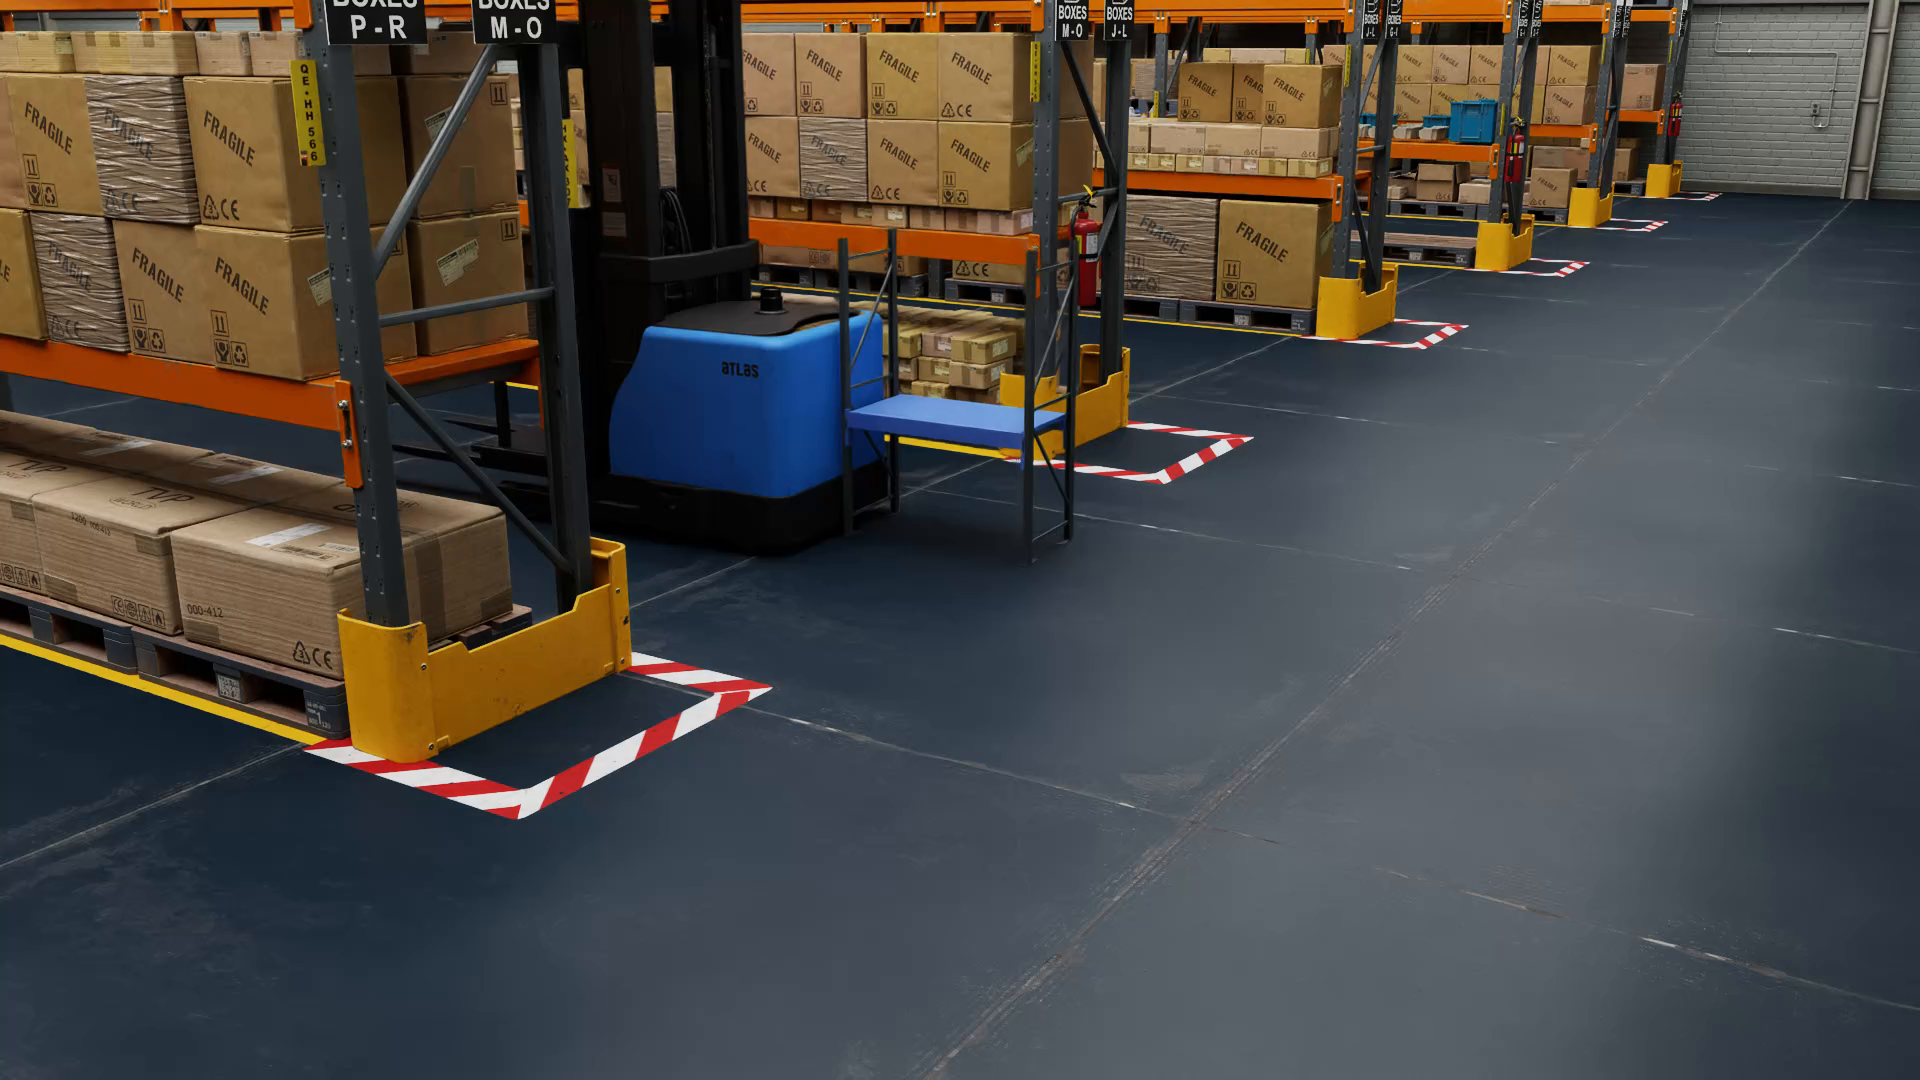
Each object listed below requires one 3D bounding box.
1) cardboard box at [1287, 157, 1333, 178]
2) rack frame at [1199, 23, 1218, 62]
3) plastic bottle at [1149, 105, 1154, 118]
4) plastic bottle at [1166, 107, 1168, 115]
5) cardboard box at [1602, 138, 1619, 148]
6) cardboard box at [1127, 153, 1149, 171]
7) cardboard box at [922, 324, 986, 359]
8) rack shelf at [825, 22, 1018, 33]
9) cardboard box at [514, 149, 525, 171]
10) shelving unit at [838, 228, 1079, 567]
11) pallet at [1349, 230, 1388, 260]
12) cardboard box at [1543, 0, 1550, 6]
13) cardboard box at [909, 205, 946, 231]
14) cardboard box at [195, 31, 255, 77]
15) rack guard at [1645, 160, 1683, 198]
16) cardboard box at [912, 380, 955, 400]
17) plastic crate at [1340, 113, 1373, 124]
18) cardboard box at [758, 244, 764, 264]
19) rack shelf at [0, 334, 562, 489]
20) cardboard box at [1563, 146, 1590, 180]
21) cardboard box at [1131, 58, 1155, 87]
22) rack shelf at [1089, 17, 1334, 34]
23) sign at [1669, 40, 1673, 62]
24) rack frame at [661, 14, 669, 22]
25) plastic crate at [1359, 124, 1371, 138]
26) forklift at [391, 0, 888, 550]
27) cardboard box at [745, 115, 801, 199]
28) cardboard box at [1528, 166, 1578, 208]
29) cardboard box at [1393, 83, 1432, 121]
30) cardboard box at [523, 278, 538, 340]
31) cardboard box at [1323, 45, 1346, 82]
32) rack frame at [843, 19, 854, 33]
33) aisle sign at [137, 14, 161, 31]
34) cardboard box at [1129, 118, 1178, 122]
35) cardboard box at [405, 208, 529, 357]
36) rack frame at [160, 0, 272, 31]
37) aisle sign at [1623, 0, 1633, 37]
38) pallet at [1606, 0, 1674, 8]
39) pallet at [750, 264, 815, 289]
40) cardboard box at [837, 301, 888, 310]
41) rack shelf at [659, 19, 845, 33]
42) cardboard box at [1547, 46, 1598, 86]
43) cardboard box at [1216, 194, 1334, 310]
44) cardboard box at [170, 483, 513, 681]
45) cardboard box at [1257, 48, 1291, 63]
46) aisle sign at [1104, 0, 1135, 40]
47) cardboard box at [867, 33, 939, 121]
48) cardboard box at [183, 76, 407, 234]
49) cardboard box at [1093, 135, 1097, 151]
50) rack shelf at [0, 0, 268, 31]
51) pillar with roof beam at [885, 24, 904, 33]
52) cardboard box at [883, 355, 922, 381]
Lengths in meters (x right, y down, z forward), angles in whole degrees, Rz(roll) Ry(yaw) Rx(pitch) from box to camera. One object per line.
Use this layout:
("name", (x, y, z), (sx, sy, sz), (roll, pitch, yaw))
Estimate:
("cardboard box", (2.938, -3.127, 13.948), (0.250, 0.149, 0.380), (11, 20, 31))
("rack frame", (4.373, -8.172, 30.123), (0.127, 3.000, 1.000), (10, 20, 30))
("plastic bottle", (2.432, -5.226, 20.511), (0.185, 0.351, 0.144), (10, 20, 30))
("plastic bottle", (2.508, -5.216, 20.591), (0.133, 0.283, 0.061), (10, 20, 30))
("cardboard box", (10.337, -6.327, 26.510), (0.250, 0.149, 0.380), (10, 19, 29))
("cardboard box", (1.635, -3.360, 14.713), (0.250, 0.149, 0.380), (11, 20, 31))
("cardboard box", (-0.036, -1.254, 10.506), (0.250, 0.149, 0.380), (11, 20, 31))
("rack shelf", (-0.739, -10.176, 32.796), (4.000, 0.370, 1.077), (10, 20, 30))
("cardboard box", (-3.119, -2.762, 12.024), (0.250, 0.149, 0.380), (10, 19, 29))
("shelving unit", (-0.010, -0.725, 8.188), (1.048, 1.500, 0.538), (9, 19, 28))
("pallet", (4.288, -3.488, 19.501), (1.213, 0.211, 1.003), (10, 20, 30))
("cardboard box", (7.605, -7.183, 21.964), (0.500, 0.250, 0.500), (10, 20, 30))
("cardboard box", (-0.108, -2.003, 10.246), (0.250, 0.149, 0.380), (10, 20, 30))
("cardboard box", (-2.412, -1.695, 5.791), (0.250, 0.149, 0.380), (11, 20, 31))
("rack guard", (11.211, -5.755, 26.469), (0.348, 0.500, 1.175), (10, 20, 30))
("cardboard box", (-0.098, -0.941, 10.501), (0.250, 0.149, 0.380), (11, 20, 32))
("plastic crate", (4.590, -4.815, 19.257), (0.300, 0.233, 0.416), (10, 20, 30))
("cardboard box", (-2.071, -3.428, 17.440), (0.875, 0.875, 1.225), (10, 20, 30))
("rack shelf", (-3.477, -0.780, 7.027), (4.000, 0.370, 1.077), (10, 20, 30))
("cardboard box", (10.115, -6.118, 26.939), (0.500, 0.500, 0.700), (10, 20, 30))
("cardboard box", (3.477, -8.578, 30.530), (0.500, 0.500, 0.700), (8, 19, 25))
("rack shelf", (3.488, -7.731, 24.750), (4.000, 0.370, 1.077), (10, 20, 30))
("sign", (10.895, -7.490, 25.479), (0.005, 0.325, 0.100), (10, 20, 30))
("rack frame", (-3.403, -4.492, 18.007), (0.127, 3.000, 1.000), (10, 20, 30))
("plastic crate", (4.465, -4.608, 18.740), (0.250, 0.136, 0.298), (10, 20, 30))
("forklift", (-1.925, -1.638, 8.730), (3.031, 2.935, 1.130), (9, 19, 27))
("cardboard box", (-1.079, -2.489, 10.732), (0.500, 0.500, 0.500), (11, 20, 33))
("cardboard box", (8.009, -4.764, 22.447), (0.500, 0.500, 0.500), (10, 20, 30))
("cardboard box", (6.347, -6.085, 23.081), (0.500, 0.500, 0.500), (10, 20, 30))
("cardboard box", (-3.439, -1.725, 12.478), (0.500, 0.500, 0.500), (10, 19, 29))
("cardboard box", (5.447, -6.721, 23.454), (0.500, 0.500, 0.500), (11, 20, 31))
("rack frame", (-1.624, -7.553, 28.085), (0.127, 3.000, 1.000), (10, 20, 30))
("aisle sign", (-10.430, -6.888, 21.422), (0.004, 0.787, 0.394), (10, 20, 30))
("cardboard box", (1.826, -3.718, 15.207), (0.500, 0.250, 0.500), (10, 19, 29))
("cardboard box", (-2.032, -1.012, 6.381), (0.500, 0.500, 0.500), (10, 20, 30))
("rack frame", (-6.085, -3.279, 14.014), (0.127, 3.000, 1.000), (10, 20, 30))
("aisle sign", (8.813, -7.034, 21.904), (0.004, 0.787, 0.394), (10, 20, 30))
("pallet", (10.553, -8.458, 26.057), (1.213, 0.211, 1.003), (10, 20, 30))
("pallet", (-1.736, -2.833, 17.345), (1.213, 0.211, 1.003), (10, 20, 30))
("cardboard box", (-0.669, -1.542, 11.457), (0.250, 0.149, 0.380), (10, 20, 31))
("rack shelf", (-3.329, -8.948, 28.756), (4.000, 0.370, 1.077), (10, 20, 30))
("cardboard box", (8.078, -6.254, 21.915), (0.500, 0.500, 0.500), (10, 20, 30))
("cardboard box", (2.826, -2.537, 14.504), (0.875, 0.875, 0.875), (10, 20, 30))
("cardboard box", (-2.387, 0.129, 6.482), (0.875, 0.438, 0.875), (9, 19, 28))
("cardboard box", (5.512, -8.441, 29.000), (0.500, 0.250, 0.500), (10, 20, 30))
("aisle sign", (0.951, -3.369, 9.838), (0.004, 0.787, 0.394), (10, 20, 30))
("cardboard box", (-0.220, -2.815, 10.085), (0.500, 0.500, 0.500), (9, 19, 28))
("cardboard box", (-2.308, -1.361, 5.809), (0.500, 0.500, 0.500), (11, 20, 32))
("cardboard box", (1.134, -3.663, 15.026), (0.500, 0.250, 0.500), (11, 20, 31))
("rack shelf", (-7.790, -4.674, 14.684), (4.000, 0.370, 1.077), (10, 20, 30))
("pillar with roof beam", (-3.647, -11.301, 30.102), (0.400, 9.000, 9.100), (10, 20, 30))
("cardboard box", (-0.311, -1.129, 10.608), (0.250, 0.149, 0.380), (9, 19, 28))
